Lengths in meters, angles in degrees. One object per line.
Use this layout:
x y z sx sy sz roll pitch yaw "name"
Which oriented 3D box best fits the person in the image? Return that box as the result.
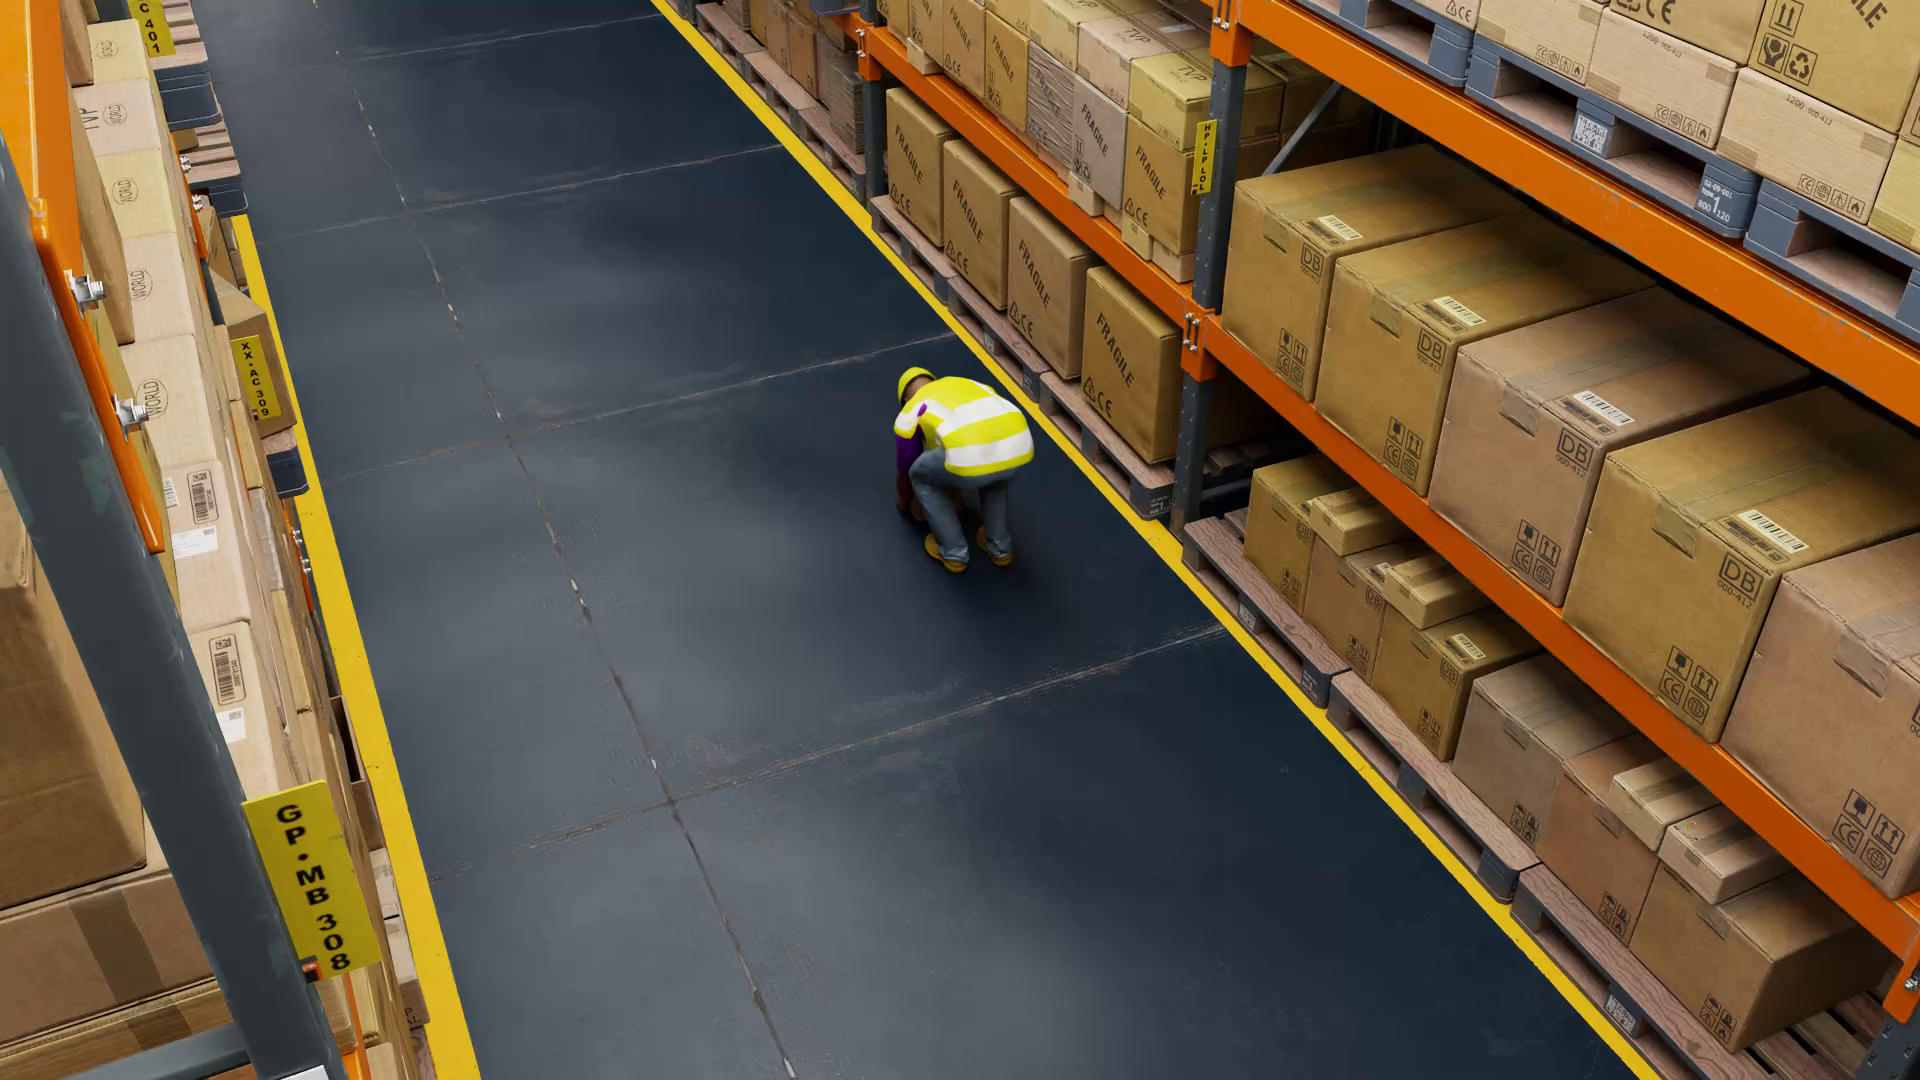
-0.031 -0.375 8.029 0.508 0.925 0.975 -17 40 -22 "person"
